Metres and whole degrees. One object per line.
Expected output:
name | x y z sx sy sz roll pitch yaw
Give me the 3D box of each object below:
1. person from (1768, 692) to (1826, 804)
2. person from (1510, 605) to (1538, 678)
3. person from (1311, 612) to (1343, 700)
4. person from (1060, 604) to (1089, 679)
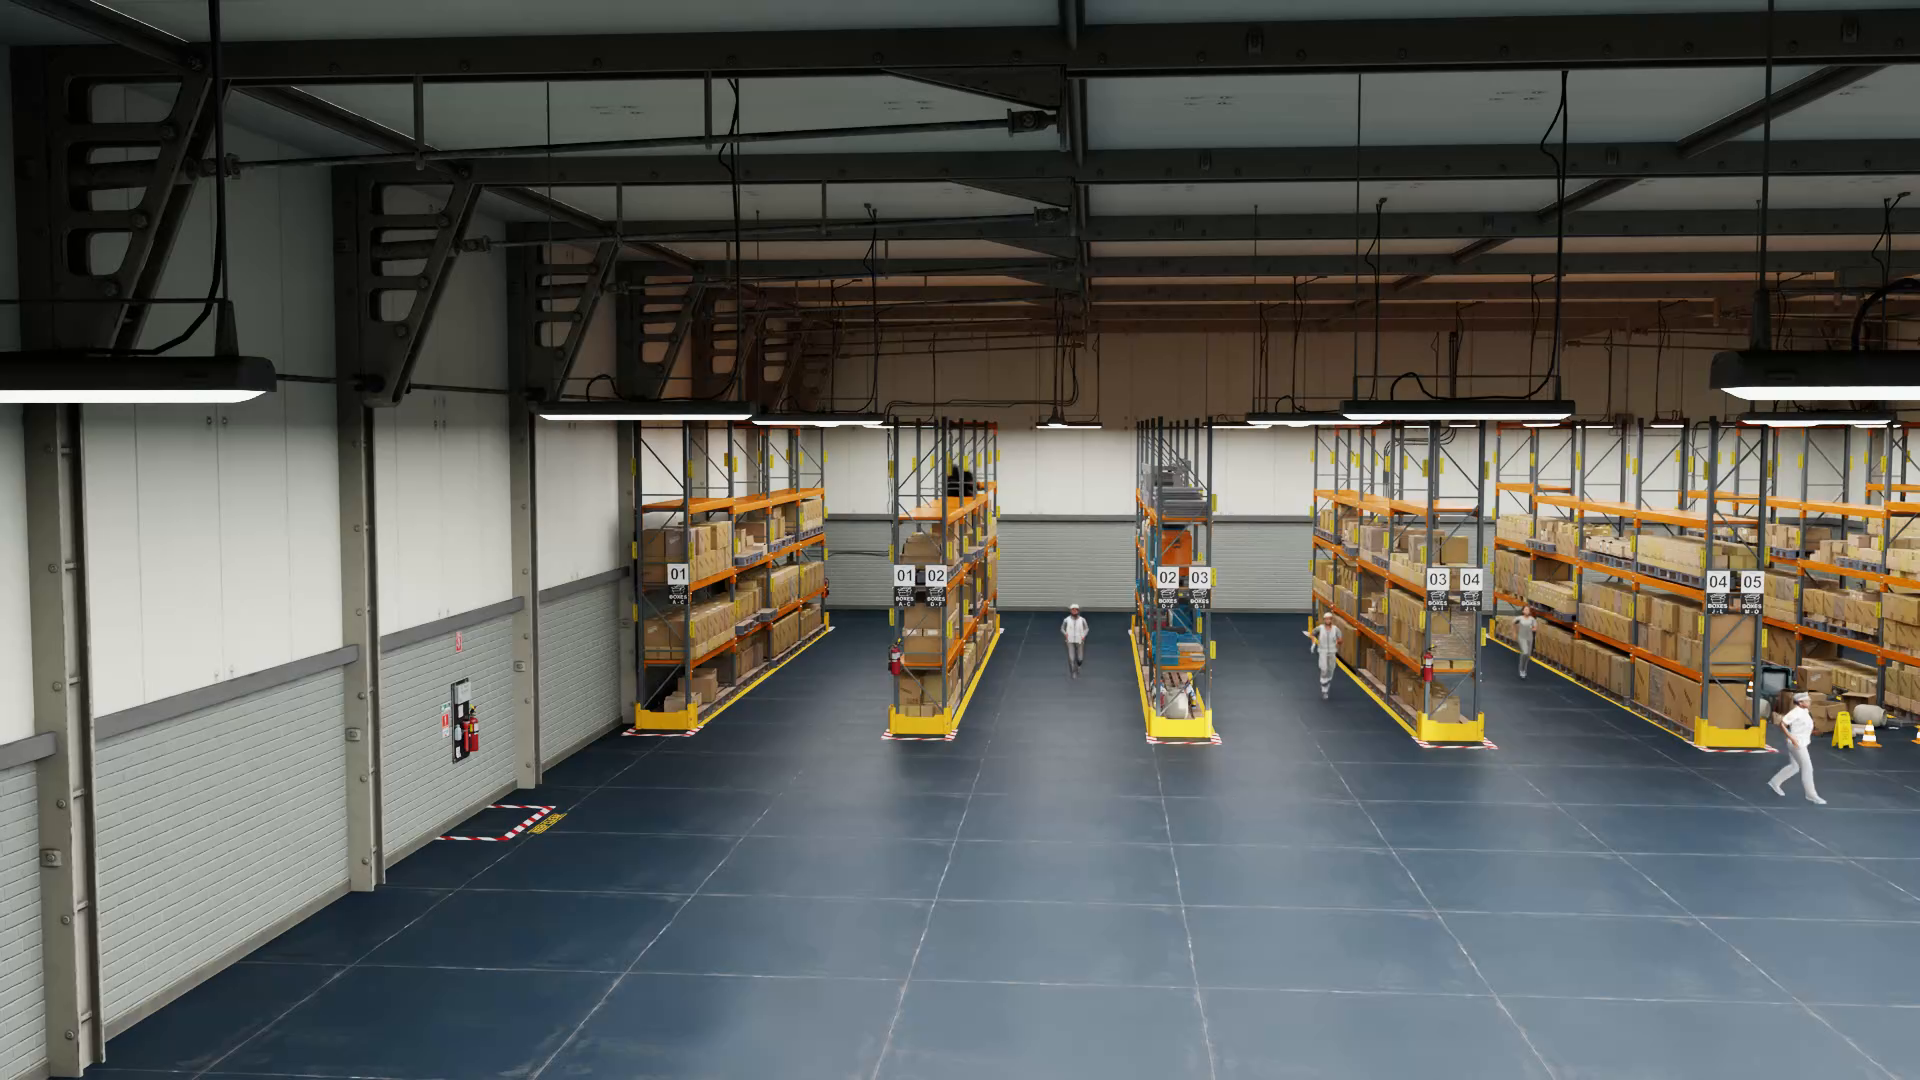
person | 12.977 3.178 25.730 0.847 1.699 0.567 3 5 40
person | 13.166 2.359 38.753 0.533 1.700 0.712 0 4 -4
person | 7.911 2.475 35.848 0.649 1.838 0.836 0 4 1
person | 2.627 2.326 38.128 0.655 1.718 0.610 0 4 2
